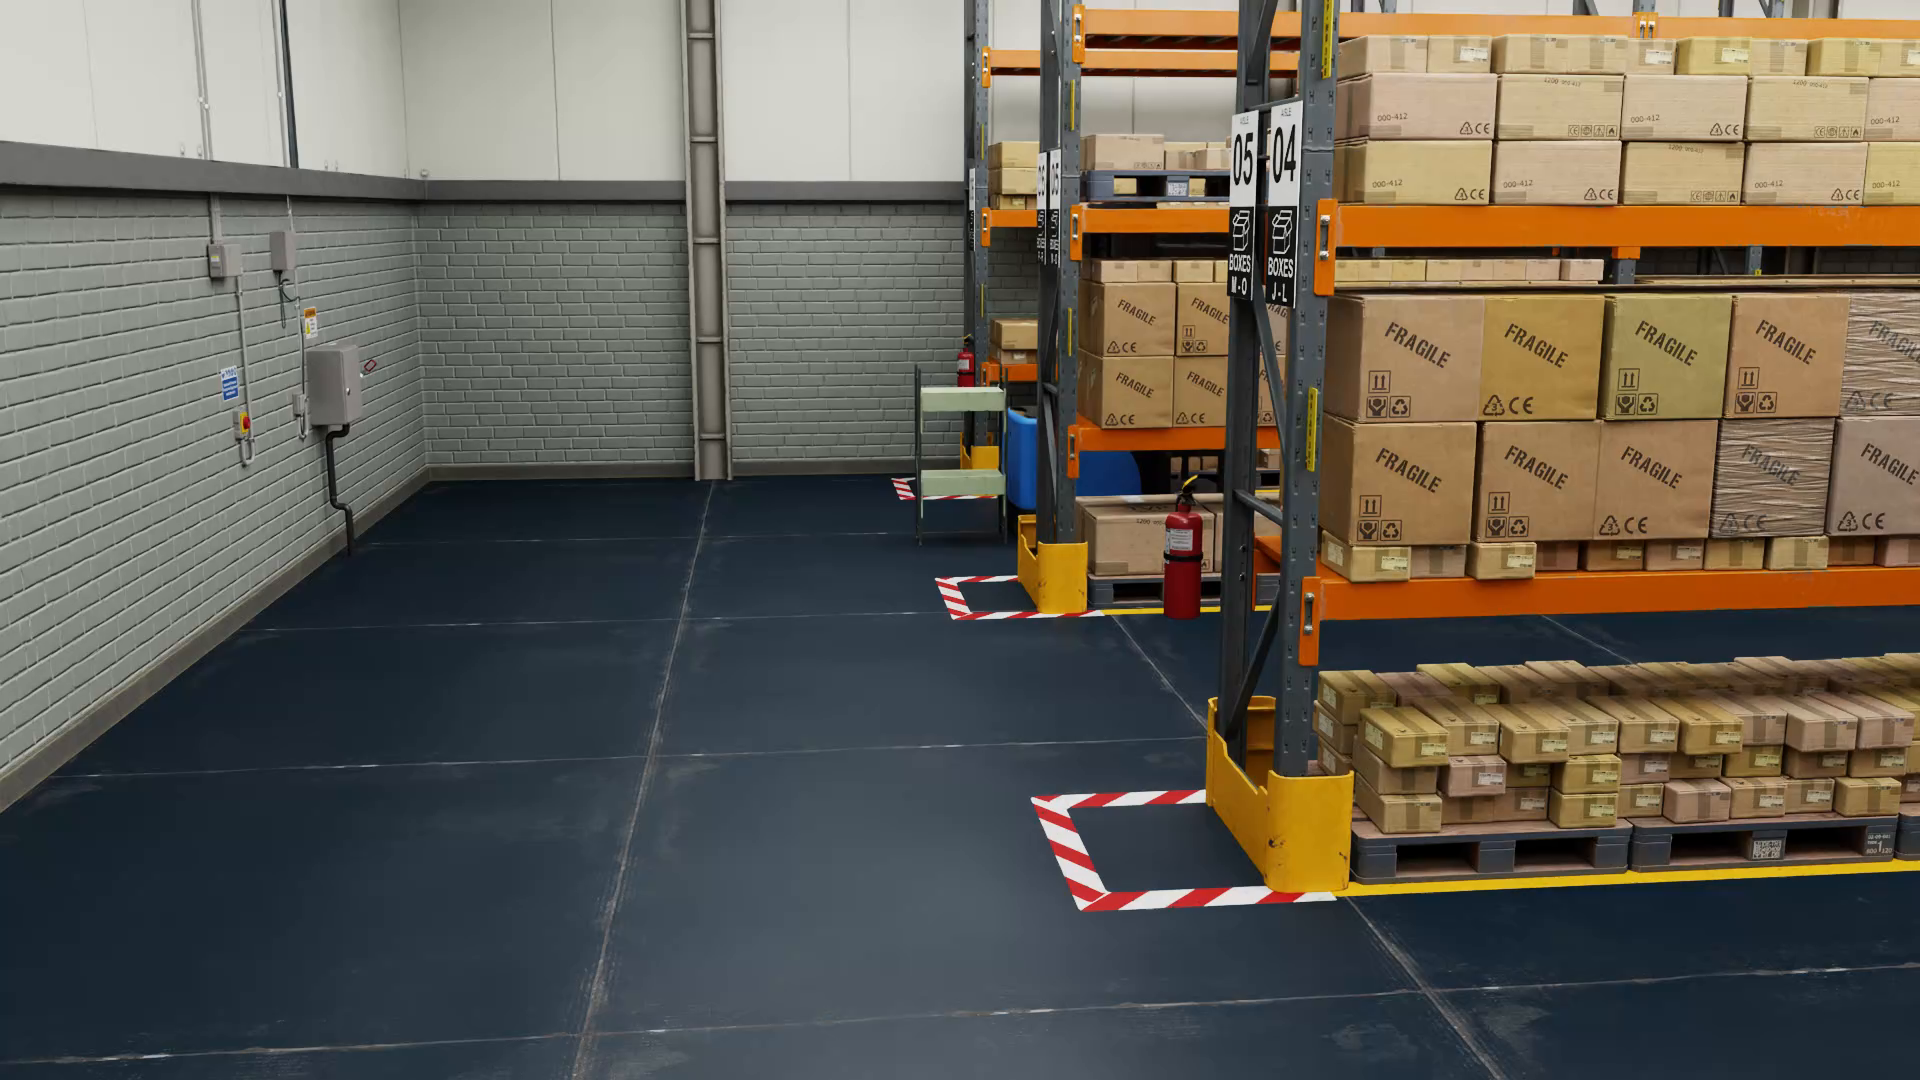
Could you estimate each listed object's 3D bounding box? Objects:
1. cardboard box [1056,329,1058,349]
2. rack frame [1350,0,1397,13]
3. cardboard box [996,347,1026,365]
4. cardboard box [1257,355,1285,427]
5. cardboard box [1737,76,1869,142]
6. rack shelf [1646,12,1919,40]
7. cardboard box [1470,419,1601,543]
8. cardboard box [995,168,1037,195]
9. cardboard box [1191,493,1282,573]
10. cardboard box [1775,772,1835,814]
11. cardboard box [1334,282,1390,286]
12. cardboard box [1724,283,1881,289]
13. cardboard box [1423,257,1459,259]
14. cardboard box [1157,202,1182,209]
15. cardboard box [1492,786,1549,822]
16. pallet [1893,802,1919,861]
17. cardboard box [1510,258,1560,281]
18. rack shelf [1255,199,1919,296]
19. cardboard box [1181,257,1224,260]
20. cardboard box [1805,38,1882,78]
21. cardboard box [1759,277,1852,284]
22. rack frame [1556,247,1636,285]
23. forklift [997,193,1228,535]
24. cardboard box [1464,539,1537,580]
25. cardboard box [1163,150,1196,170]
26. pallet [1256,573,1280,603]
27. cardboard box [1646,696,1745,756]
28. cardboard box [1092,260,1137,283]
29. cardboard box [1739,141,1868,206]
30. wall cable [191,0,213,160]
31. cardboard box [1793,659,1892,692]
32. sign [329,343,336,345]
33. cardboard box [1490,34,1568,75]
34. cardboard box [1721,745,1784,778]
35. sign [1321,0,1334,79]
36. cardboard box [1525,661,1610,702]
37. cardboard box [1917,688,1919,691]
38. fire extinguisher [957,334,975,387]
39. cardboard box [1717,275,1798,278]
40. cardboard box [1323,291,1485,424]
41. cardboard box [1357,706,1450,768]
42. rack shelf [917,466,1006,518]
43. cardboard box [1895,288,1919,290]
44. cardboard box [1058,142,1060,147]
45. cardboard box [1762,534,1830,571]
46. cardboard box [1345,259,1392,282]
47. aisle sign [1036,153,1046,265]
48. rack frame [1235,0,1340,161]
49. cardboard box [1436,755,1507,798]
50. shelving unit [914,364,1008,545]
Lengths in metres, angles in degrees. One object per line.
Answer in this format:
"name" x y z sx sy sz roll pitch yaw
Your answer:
"cardboard box" 1.136 -2.057 16.672 0.500 0.250 0.500 -1 11 -5
"rack frame" 4.132 -5.043 16.693 0.127 3.000 1.000 -1 11 -6
"cardboard box" 0.511 -1.847 16.639 0.250 0.149 0.380 -1 11 -7
"cardboard box" 2.210 -1.091 11.884 0.500 0.500 0.500 -1 11 -6
"cardboard box" 3.319 -1.750 6.811 0.500 0.250 0.500 -2 11 -8
"rack shelf" 6.660 -3.584 12.171 4.000 0.370 1.077 -1 11 -6
"cardboard box" 2.335 -0.285 7.010 0.500 0.500 0.500 -1 11 -6
"cardboard box" 0.626 -3.517 16.325 0.500 0.250 0.500 -1 11 -7
"cardboard box" 2.249 -0.067 12.486 0.875 0.438 0.875 -1 11 -5
"cardboard box" 3.658 1.080 7.401 0.250 0.149 0.380 -1 11 -5
"cardboard box" 2.722 -1.594 11.851 0.500 0.500 0.500 -1 11 -6
"cardboard box" 3.813 -0.905 7.574 0.500 0.500 0.500 -1 11 -5
"cardboard box" 3.573 -2.034 12.404 0.250 0.149 0.380 -1 11 -6
"cardboard box" 2.032 -3.340 16.457 0.250 0.149 0.380 -1 11 -6
"cardboard box" 2.383 1.098 7.307 0.250 0.149 0.380 -1 11 -5
"pallet" 4.643 1.188 7.775 1.213 0.211 1.003 -1 11 -6
"cardboard box" 4.126 -1.954 11.996 0.250 0.149 0.380 -1 11 -5
"rack shelf" 3.318 -1.278 7.180 4.000 0.370 1.077 -1 11 -6
"cardboard box" 1.782 -1.997 12.217 0.250 0.149 0.380 -1 11 -5
"cardboard box" 3.492 -1.940 6.742 0.250 0.149 0.380 -1 11 -7
"cardboard box" 6.141 -1.667 12.222 0.500 0.500 0.500 -1 11 -7
"rack frame" 4.671 -1.148 12.430 0.127 3.000 1.000 -1 11 -6
"forklift" 1.904 -1.542 14.611 3.031 2.935 1.130 -2 11 -10
"cardboard box" 2.209 0.054 6.971 0.250 0.149 0.380 -2 11 -8
"cardboard box" 1.541 -2.719 11.949 0.250 0.149 0.380 -2 11 -10
"pallet" 2.691 0.247 12.562 1.213 0.211 1.003 -1 11 -6
"cardboard box" 3.194 0.807 7.248 0.250 0.149 0.380 -1 11 -5
"cardboard box" 1.078 -1.877 11.605 0.250 0.149 0.380 -1 11 -5
"cardboard box" 3.353 -1.508 6.874 0.500 0.250 0.500 -1 11 -6
"wall cable" -4.930 -3.836 10.550 0.029 3.000 0.463 -1 11 -6
"cardboard box" 4.158 0.687 7.859 0.250 0.149 0.380 -1 11 -8
"sign" -5.250 -1.392 13.920 0.001 0.494 0.329 -1 11 -6
"cardboard box" 2.209 -1.913 6.606 0.250 0.149 0.380 -1 11 -6
"cardboard box" 3.446 0.925 7.416 0.250 0.149 0.380 -1 11 -3
"sign" 1.389 -1.914 6.285 0.005 0.325 0.100 -1 11 -6
"cardboard box" 2.854 0.691 7.839 0.250 0.149 0.380 -1 11 -4
"cardboard box" 4.484 0.777 7.399 0.250 0.149 0.380 -1 11 -7
"fire extinguisher" 0.059 -1.704 16.425 0.183 0.674 0.296 -1 11 -6
"cardboard box" 6.108 -1.764 12.713 0.500 0.500 0.500 -1 11 -4
"cardboard box" 1.805 -0.761 6.842 0.500 0.500 0.500 -1 11 -6
"cardboard box" 1.887 0.838 7.089 0.250 0.149 0.380 -2 11 -9
"rack shelf" 0.007 -0.416 14.287 0.720 0.370 0.431 -1 11 -6
"cardboard box" 4.355 -0.813 7.104 0.500 0.500 0.500 -2 11 -8
"cardboard box" 1.131 -3.774 16.334 0.500 0.250 0.500 -1 11 -6
"cardboard box" 3.501 0.020 7.142 0.250 0.149 0.380 -1 11 -5
"cardboard box" 2.879 -1.916 11.804 0.250 0.149 0.380 -1 11 -6
"aisle sign" 0.590 -2.398 12.050 0.004 0.787 0.394 -1 11 -6
"rack frame" 1.330 -3.061 6.610 0.127 3.000 1.000 -1 11 -6
"cardboard box" 2.157 0.973 7.173 0.250 0.149 0.380 -1 11 -6
"shelving unit" 0.007 -0.736 14.224 0.755 1.500 0.431 -1 11 -6
